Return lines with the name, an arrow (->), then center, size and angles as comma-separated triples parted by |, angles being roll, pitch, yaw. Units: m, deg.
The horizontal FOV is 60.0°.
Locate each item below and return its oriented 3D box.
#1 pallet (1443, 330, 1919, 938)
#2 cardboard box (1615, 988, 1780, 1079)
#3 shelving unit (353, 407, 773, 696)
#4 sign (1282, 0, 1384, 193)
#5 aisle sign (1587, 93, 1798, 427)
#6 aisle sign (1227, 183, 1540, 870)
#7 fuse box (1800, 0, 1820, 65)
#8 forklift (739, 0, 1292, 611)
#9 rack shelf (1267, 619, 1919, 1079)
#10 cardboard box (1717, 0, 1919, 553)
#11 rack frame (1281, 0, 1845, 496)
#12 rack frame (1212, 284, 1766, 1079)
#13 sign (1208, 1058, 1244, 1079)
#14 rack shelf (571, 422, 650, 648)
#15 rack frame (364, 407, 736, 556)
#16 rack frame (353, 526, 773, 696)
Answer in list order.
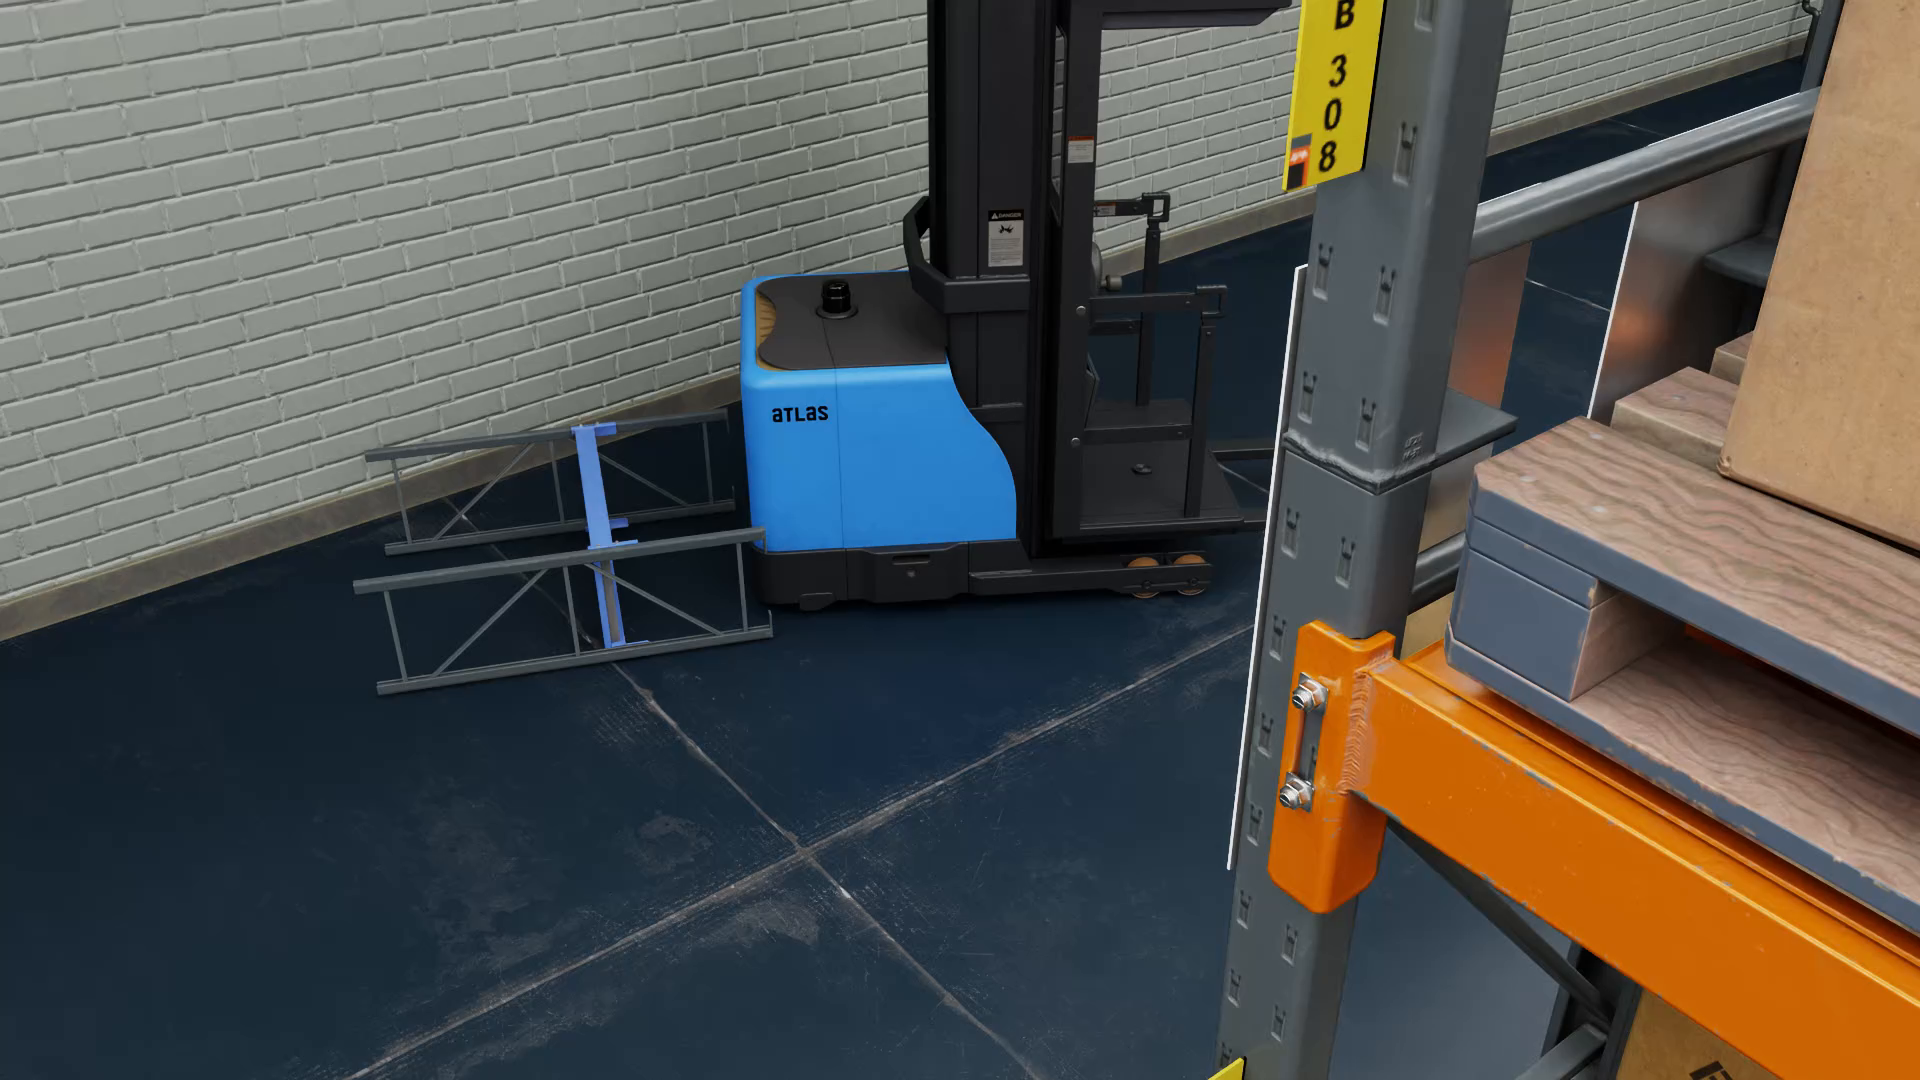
pallet -> 1.229, 0.112, 1.467 | 1.003, 0.211, 1.213 | -22, 38, -31
cardboard box -> 1.272, 0.780, 2.301 | 0.500, 0.500, 0.500 | -22, 38, -31
shelving unit -> -1.600, 0.007, 6.728 | 1.500, 0.538, 1.048 | -8, 33, -12
sign -> 0.323, -0.459, 1.400 | 0.100, 0.325, 0.005 | -22, 38, -31
aisle sign -> 0.958, -0.188, 2.246 | 0.394, 0.787, 0.004 | -22, 38, -31
aisle sign -> 0.484, 0.006, 1.934 | 0.394, 0.787, 0.004 | -22, 38, -31
fuse box -> 6.866, -4.577, 12.998 | 0.539, 1.711, 0.414 | -22, 38, -31
forklift -> 0.619, -1.281, 6.534 | 3.031, 2.935, 1.130 | -3, 32, -5
rack shelf -> 1.992, 0.908, 0.784 | 1.077, 0.370, 4.000 | -22, 38, -31
cardboard box -> 1.127, -0.295, 1.452 | 0.700, 0.500, 0.500 | -25, 40, -34
rack frame -> 0.766, -1.505, 1.145 | 1.000, 3.000, 0.127 | -22, 38, -31
rack frame -> 0.766, 1.043, 2.728 | 1.000, 3.000, 0.127 | -22, 38, -31
sign -> 0.323, 0.819, 2.193 | 0.100, 0.325, 0.005 | -22, 38, -31
rack shelf -> -1.426, -0.017, 6.767 | 0.185, 0.538, 1.000 | -8, 33, -12
rack frame -> -1.729, -0.252, 7.146 | 1.500, 0.500, 0.032 | -8, 33, -12
rack frame -> -1.470, 0.266, 6.311 | 1.500, 0.500, 0.032 | -8, 33, -12
